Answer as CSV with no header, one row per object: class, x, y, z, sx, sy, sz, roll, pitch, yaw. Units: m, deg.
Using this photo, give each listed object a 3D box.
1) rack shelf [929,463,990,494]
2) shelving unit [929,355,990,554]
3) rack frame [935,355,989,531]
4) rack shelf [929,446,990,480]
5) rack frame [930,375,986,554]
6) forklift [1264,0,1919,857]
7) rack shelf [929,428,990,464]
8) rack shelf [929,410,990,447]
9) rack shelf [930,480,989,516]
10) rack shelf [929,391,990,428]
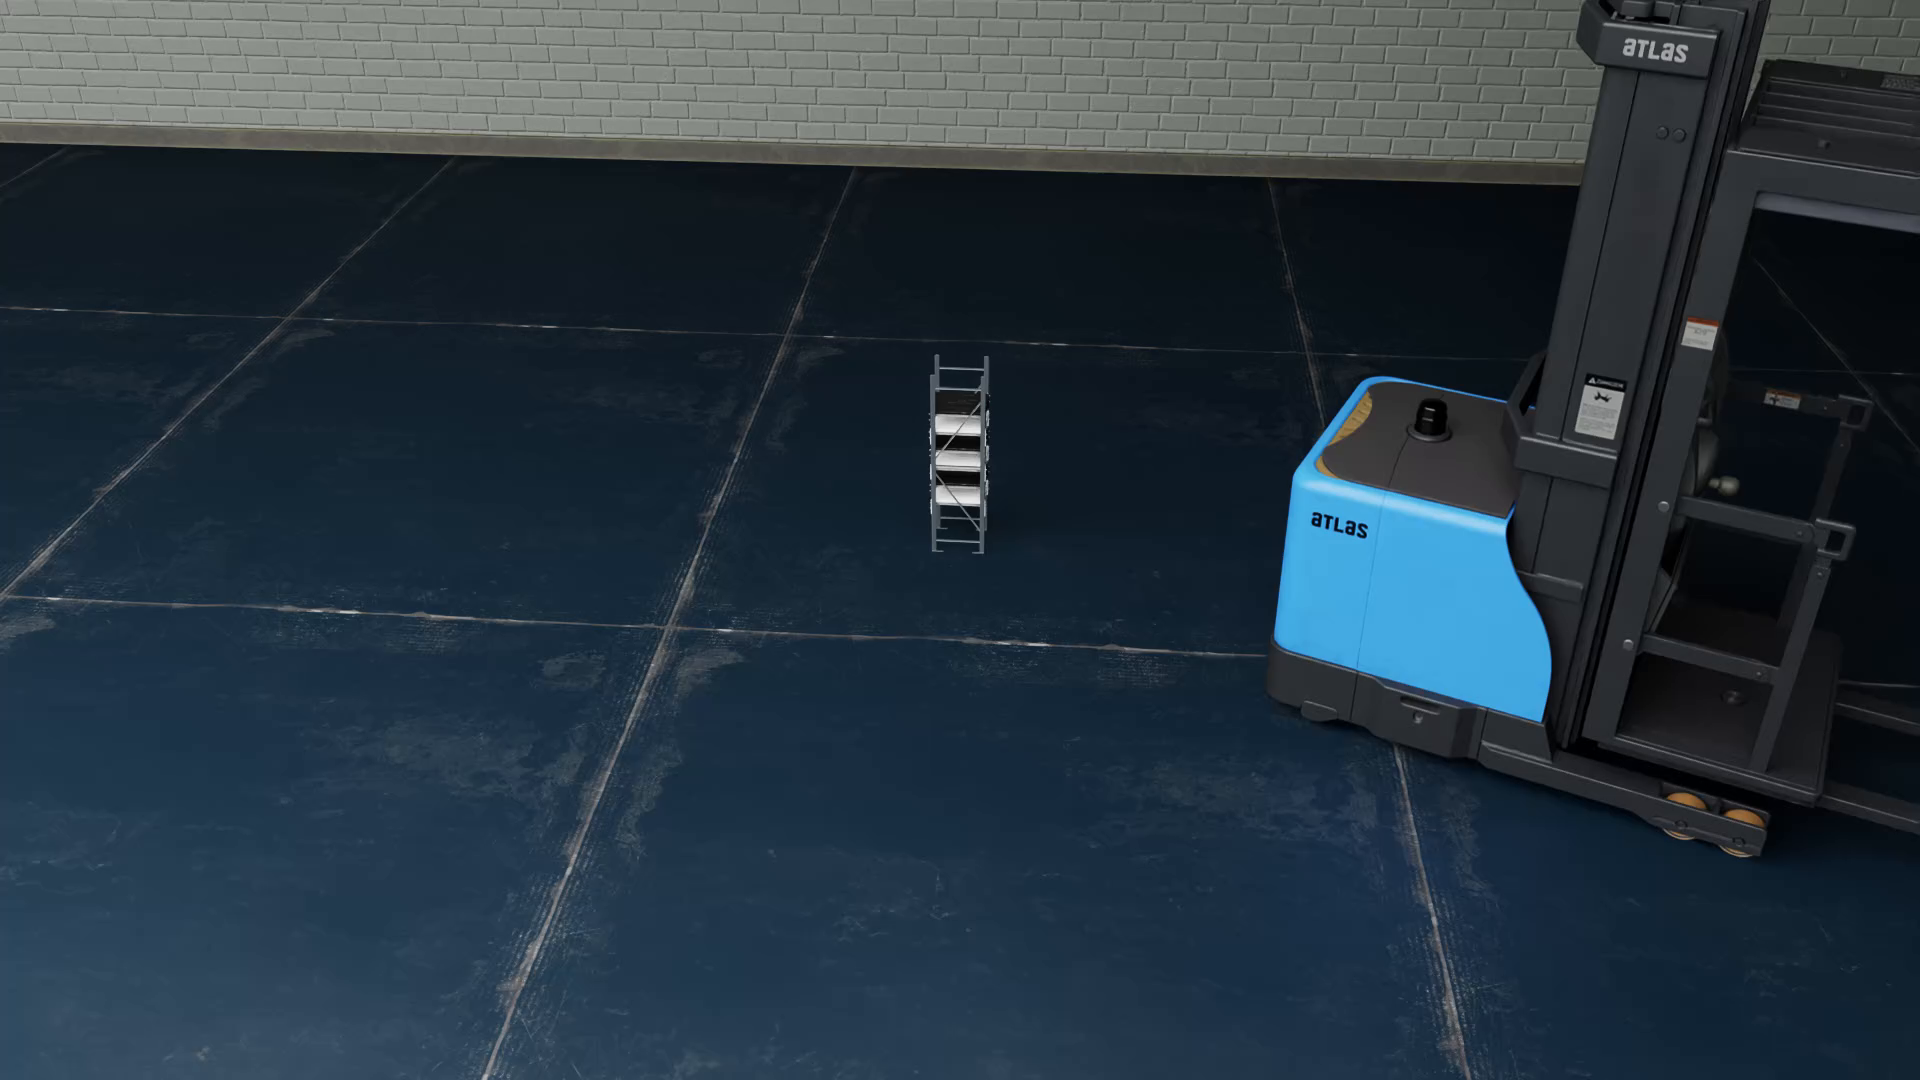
rack shelf,-0.001,-0.274,7.572,0.258,0.077,0.200,2,32,4
shelving unit,-0.001,-0.379,7.507,0.258,0.900,0.210,2,32,4
rack frame,0.008,-0.432,7.593,0.240,0.900,0.006,2,32,4
rack shelf,-0.001,-0.350,7.524,0.258,0.077,0.200,2,32,4
rack frame,-0.009,-0.326,7.421,0.240,0.900,0.006,2,32,4
forklift,2.763,-0.440,5.670,3.031,2.935,1.130,16,35,24
rack shelf,-0.001,-0.427,7.477,0.258,0.077,0.200,2,32,4
rack shelf,-0.001,-0.504,7.430,0.258,0.077,0.200,2,32,4
rack shelf,-0.001,-0.197,7.619,0.258,0.077,0.200,2,32,4
rack shelf,-0.001,-0.580,7.383,0.258,0.077,0.200,2,32,4
